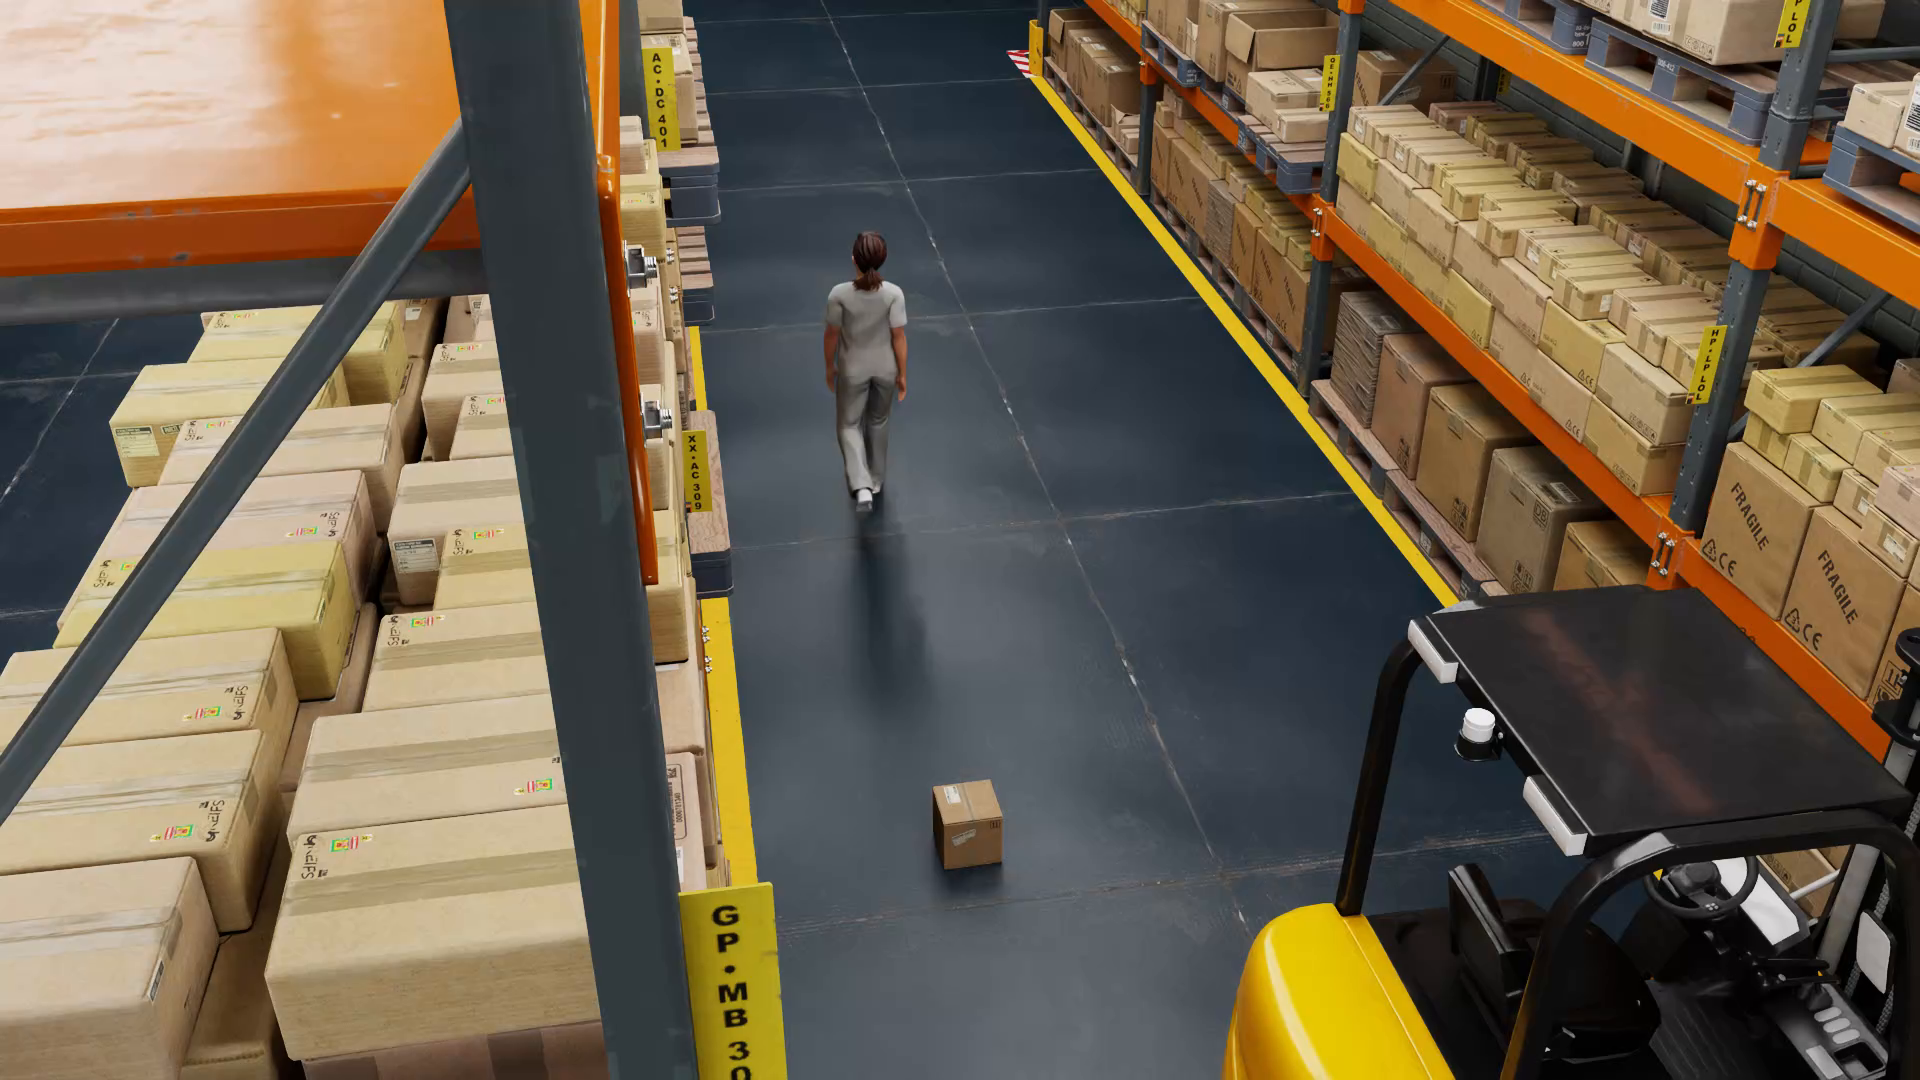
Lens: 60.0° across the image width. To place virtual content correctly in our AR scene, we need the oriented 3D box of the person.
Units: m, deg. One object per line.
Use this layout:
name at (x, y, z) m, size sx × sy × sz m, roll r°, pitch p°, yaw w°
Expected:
person at (-0.513, -0.909, 9.146) m, size 0.451 × 1.638 × 0.839 m, roll -4°, pitch 31°, yaw -7°
